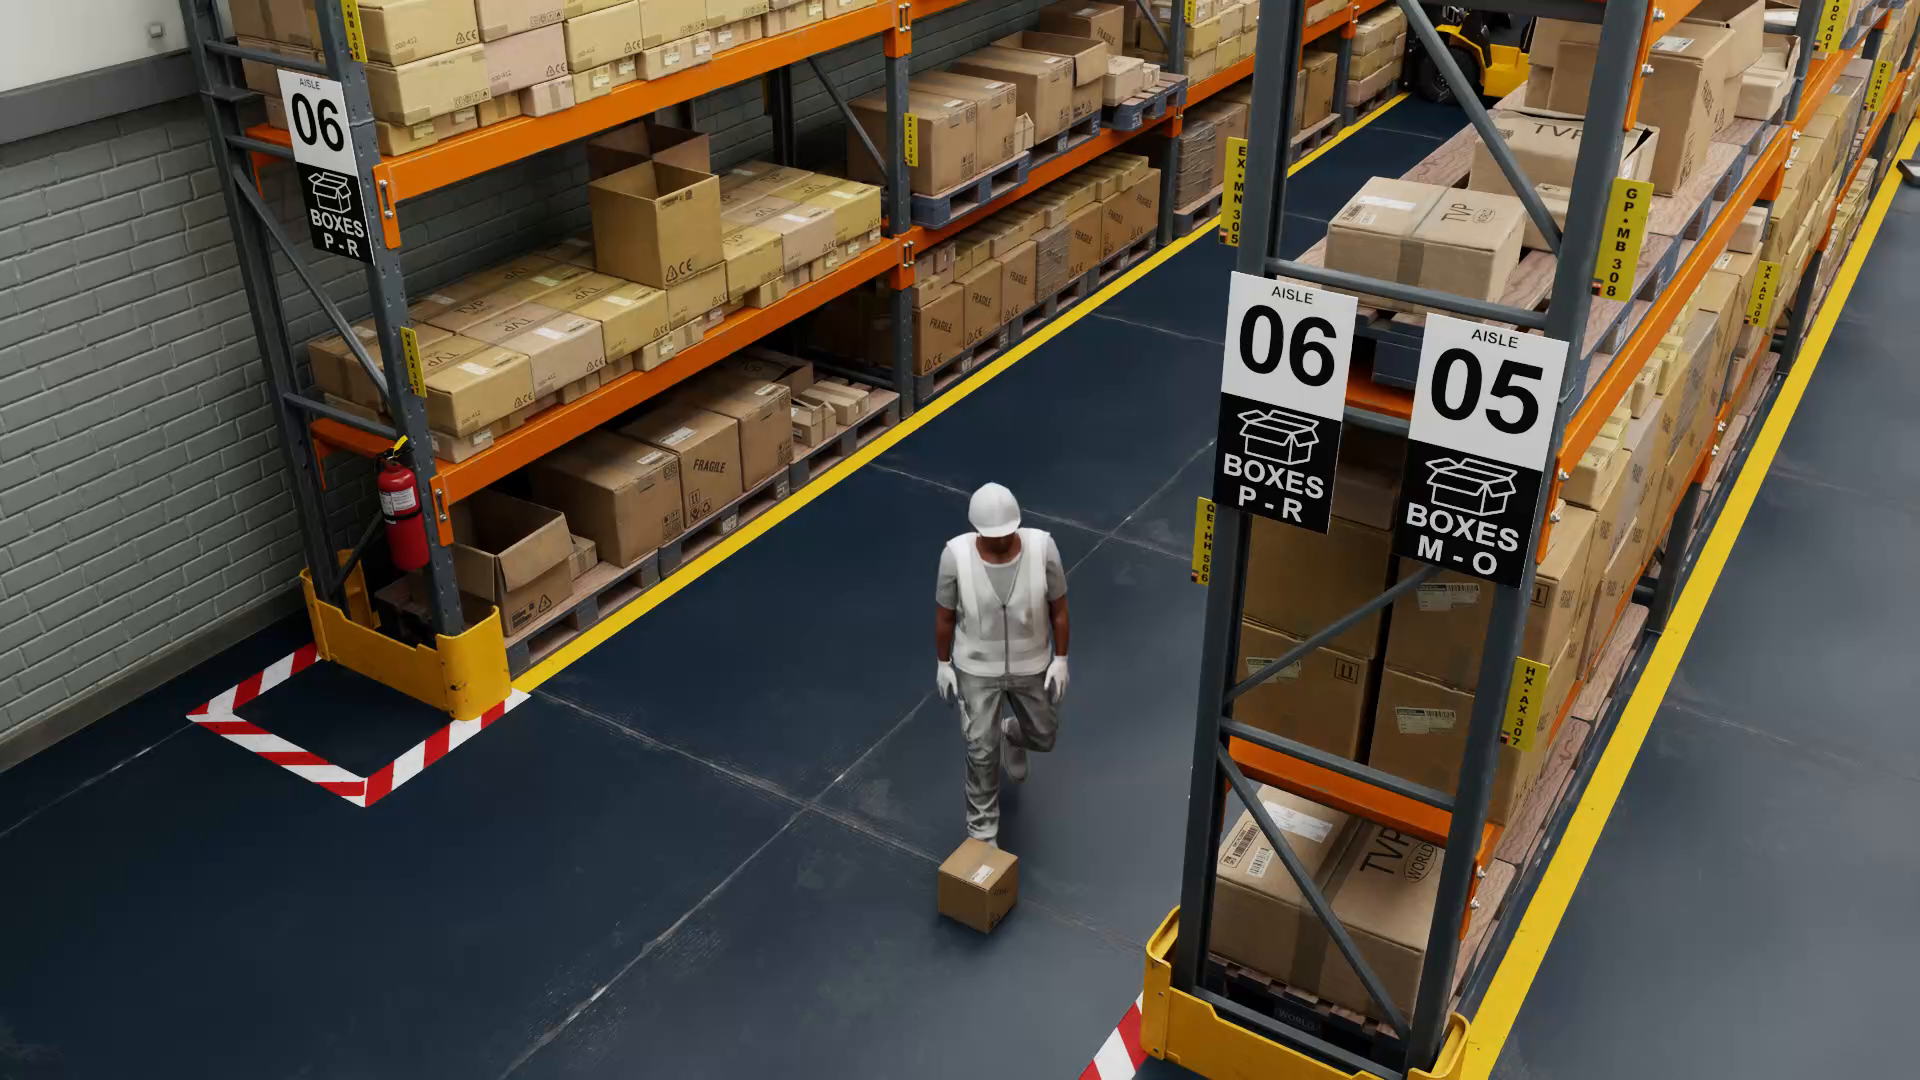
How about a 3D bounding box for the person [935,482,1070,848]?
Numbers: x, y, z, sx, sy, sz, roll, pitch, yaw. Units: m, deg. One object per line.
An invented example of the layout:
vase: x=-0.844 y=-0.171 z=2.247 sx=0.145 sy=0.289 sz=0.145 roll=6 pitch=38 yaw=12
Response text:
person: x=0.184 y=0.532 z=7.256 sx=0.575 sy=1.770 sz=0.807 roll=-4 pitch=30 yaw=-6
